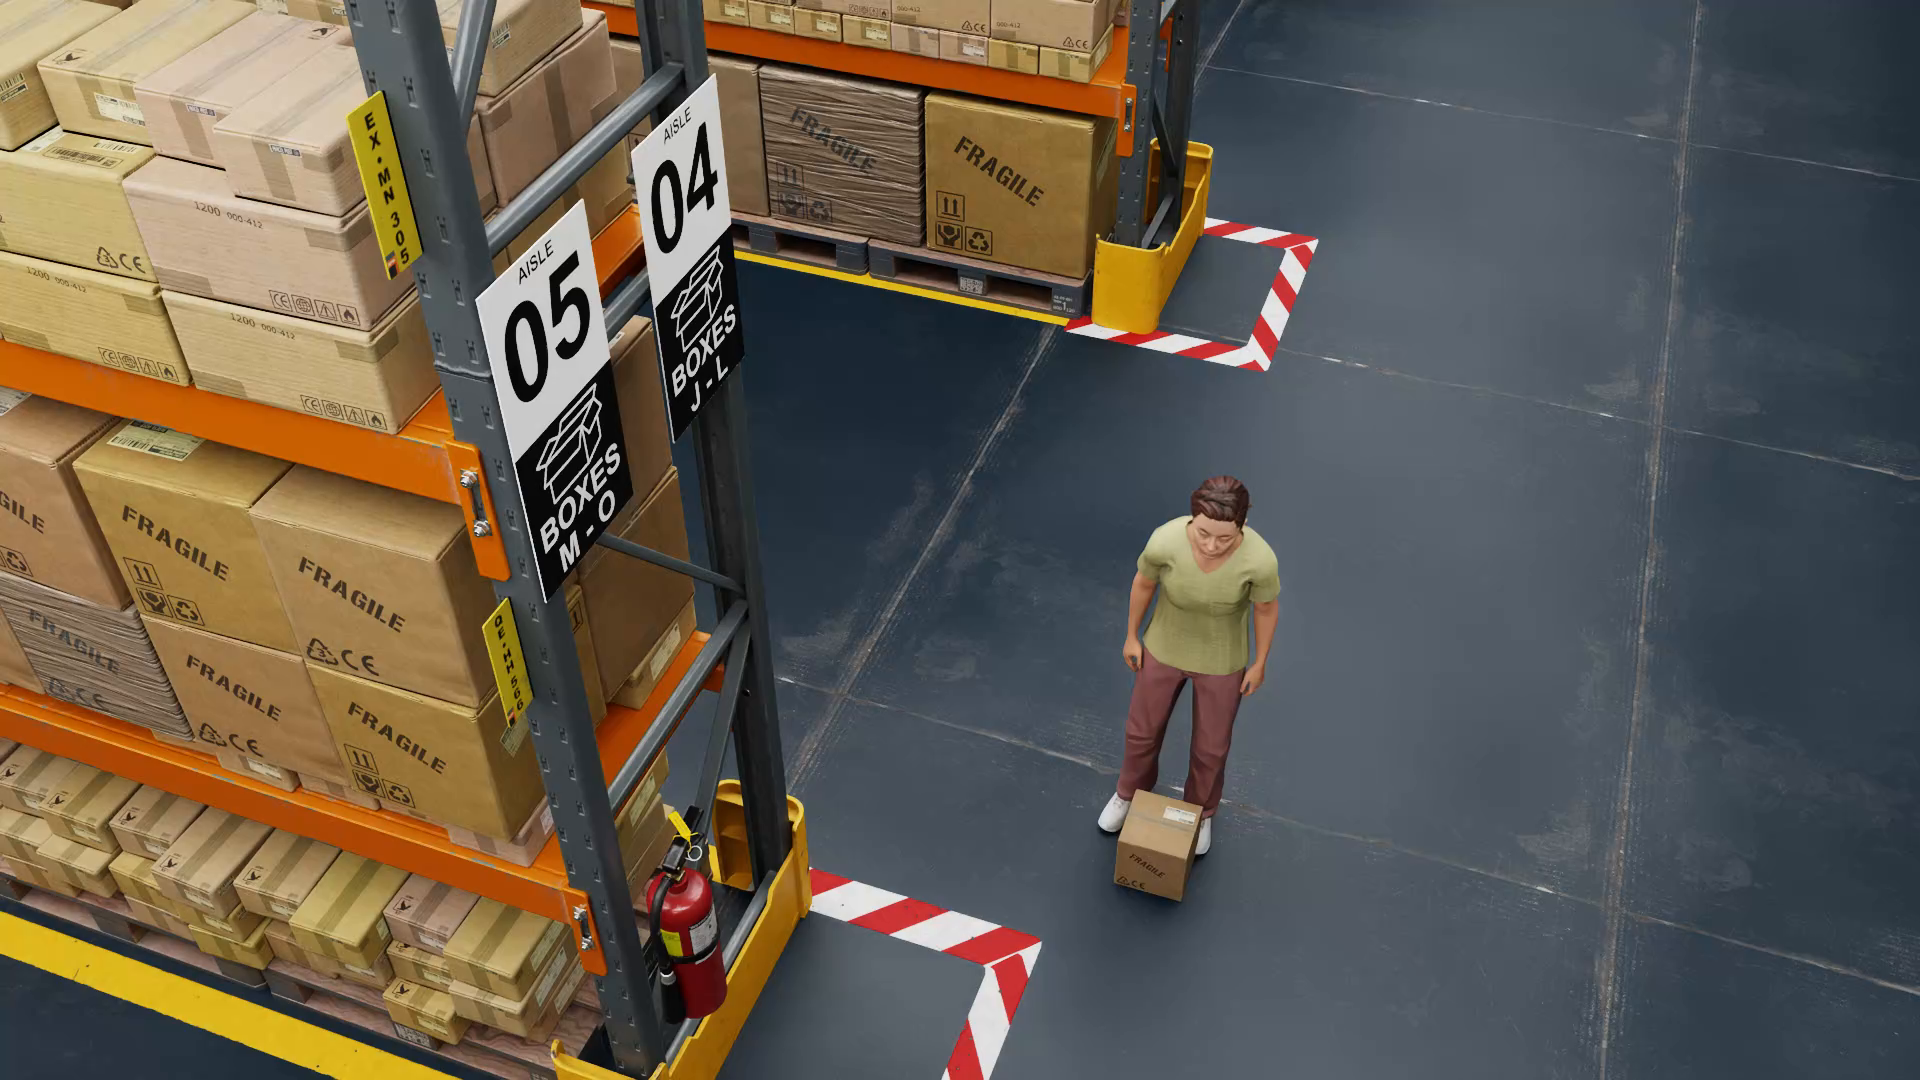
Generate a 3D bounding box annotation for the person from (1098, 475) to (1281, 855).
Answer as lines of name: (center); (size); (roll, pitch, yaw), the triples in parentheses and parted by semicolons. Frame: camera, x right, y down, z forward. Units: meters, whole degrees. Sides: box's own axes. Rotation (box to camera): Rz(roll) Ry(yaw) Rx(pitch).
person: (0.798, 0.411, 5.699); (0.510, 1.671, 0.361); (12, 43, 13)
